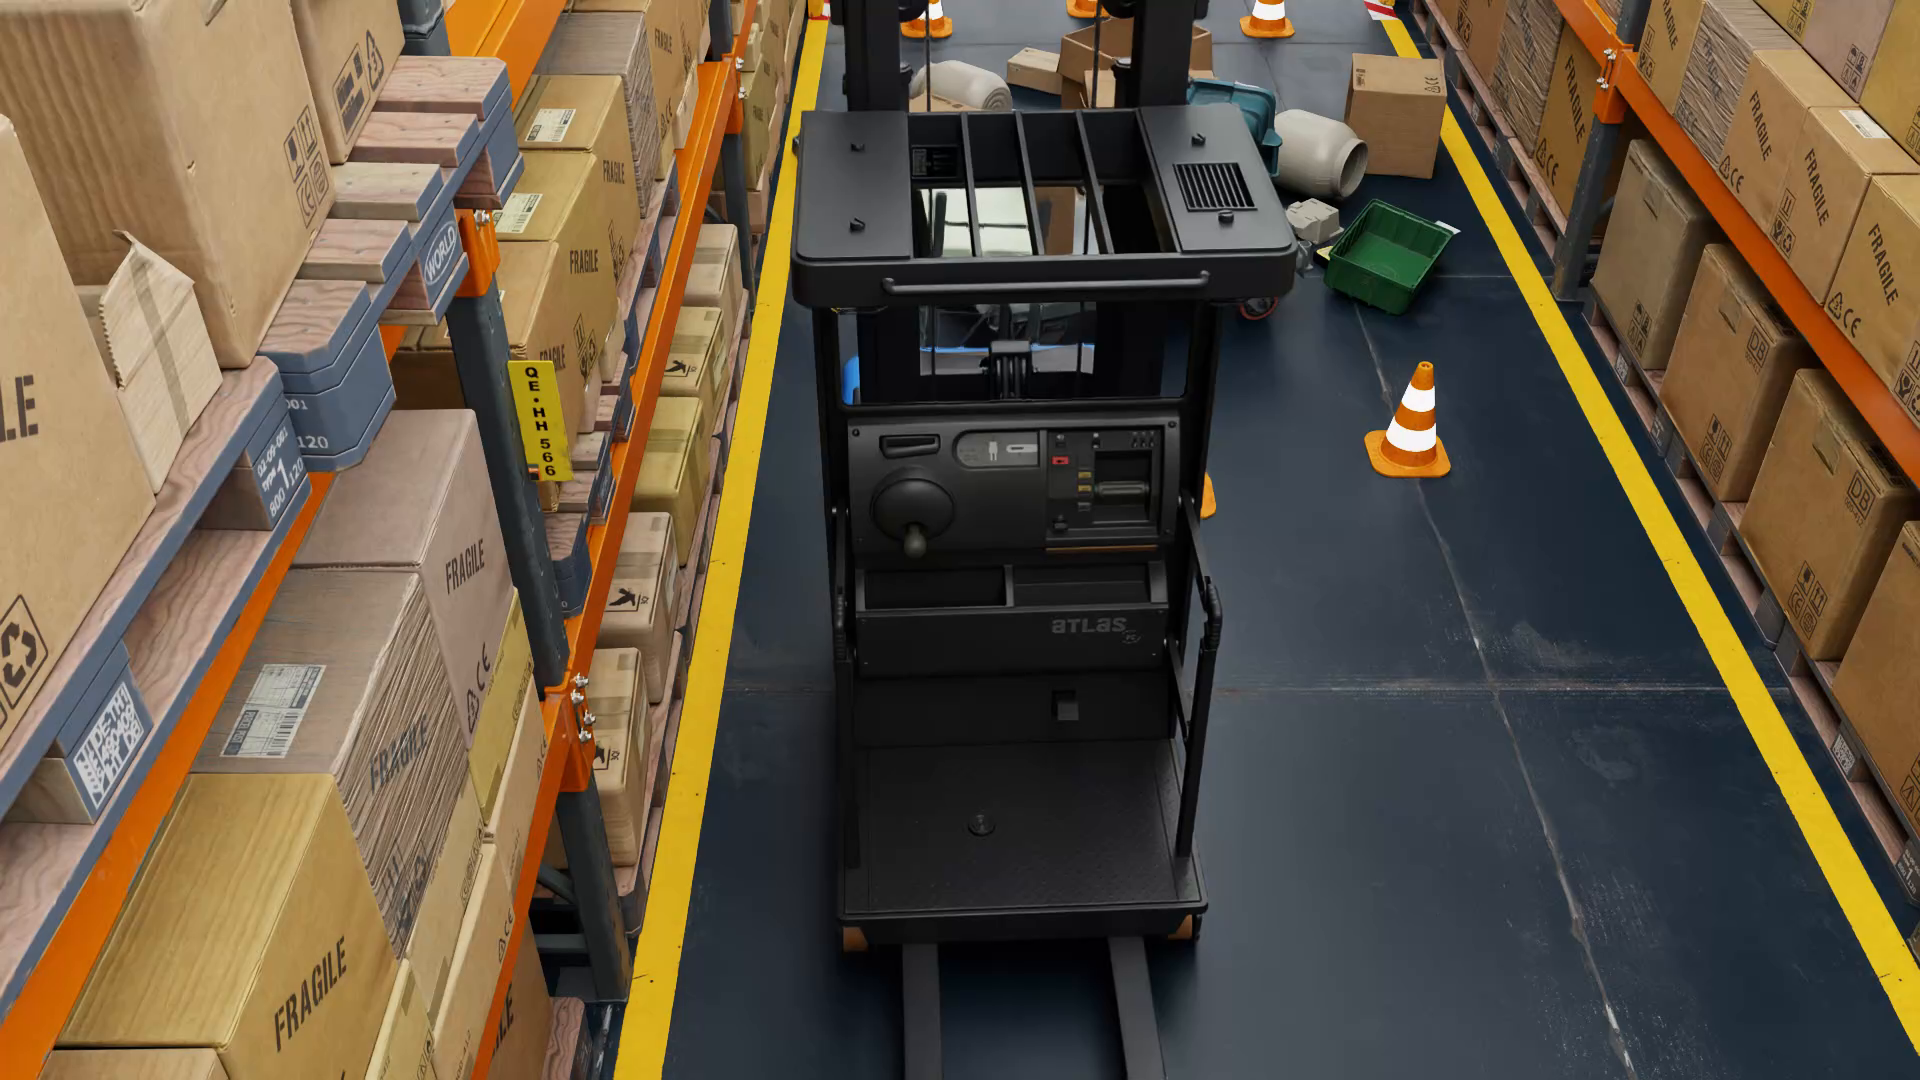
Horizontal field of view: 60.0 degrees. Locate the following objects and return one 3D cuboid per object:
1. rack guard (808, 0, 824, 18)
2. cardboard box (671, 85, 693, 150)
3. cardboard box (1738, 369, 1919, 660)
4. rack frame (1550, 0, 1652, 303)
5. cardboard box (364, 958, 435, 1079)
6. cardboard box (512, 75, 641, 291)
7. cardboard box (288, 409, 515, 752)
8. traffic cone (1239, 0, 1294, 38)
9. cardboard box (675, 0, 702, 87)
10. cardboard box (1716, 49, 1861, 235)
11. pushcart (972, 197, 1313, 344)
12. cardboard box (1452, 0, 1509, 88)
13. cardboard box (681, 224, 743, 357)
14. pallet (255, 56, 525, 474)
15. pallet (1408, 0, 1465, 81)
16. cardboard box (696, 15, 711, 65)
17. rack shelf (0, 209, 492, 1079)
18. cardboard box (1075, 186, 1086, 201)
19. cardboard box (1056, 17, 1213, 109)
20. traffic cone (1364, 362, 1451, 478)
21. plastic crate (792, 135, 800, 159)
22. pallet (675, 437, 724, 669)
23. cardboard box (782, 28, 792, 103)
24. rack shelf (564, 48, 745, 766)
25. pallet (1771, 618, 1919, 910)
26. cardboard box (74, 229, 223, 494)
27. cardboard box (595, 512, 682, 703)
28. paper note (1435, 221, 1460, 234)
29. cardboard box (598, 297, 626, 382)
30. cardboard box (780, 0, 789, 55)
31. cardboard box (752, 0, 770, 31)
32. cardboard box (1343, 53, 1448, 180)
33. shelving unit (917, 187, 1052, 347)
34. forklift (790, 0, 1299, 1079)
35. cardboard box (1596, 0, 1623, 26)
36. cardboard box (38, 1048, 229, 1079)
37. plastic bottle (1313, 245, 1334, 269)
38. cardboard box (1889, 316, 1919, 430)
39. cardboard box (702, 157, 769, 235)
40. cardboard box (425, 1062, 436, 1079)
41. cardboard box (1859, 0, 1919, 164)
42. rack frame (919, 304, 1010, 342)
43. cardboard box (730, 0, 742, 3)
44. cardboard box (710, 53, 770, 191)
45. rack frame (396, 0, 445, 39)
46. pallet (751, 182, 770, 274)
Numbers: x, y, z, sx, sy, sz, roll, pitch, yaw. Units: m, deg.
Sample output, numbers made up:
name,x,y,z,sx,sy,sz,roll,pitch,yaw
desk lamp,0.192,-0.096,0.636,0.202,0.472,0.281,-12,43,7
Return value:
name,x,y,z,sx,sy,sz,roll,pitch,yaw
rack guard,-1.510,-3.791,11.081,1.175,0.500,0.348,0,39,0
cardboard box,-1.206,-1.571,6.177,0.380,0.149,0.250,0,39,0
cardboard box,3.534,-0.091,5.929,1.050,0.750,0.750,1,39,1
rack frame,3.445,-2.379,7.320,1.000,3.000,0.127,0,39,0
cardboard box,-1.220,0.996,2.829,0.500,0.250,0.500,-1,39,-1
cardboard box,-1.284,-1.070,5.032,0.500,0.500,0.500,1,39,1
cardboard box,-1.238,0.083,3.368,0.500,0.500,0.500,-1,39,-1
traffic cone,2.021,-3.558,10.819,0.336,0.463,0.334,0,39,0
cardboard box,-1.273,-2.033,6.234,0.500,0.500,0.500,0,39,0
cardboard box,3.176,-1.461,6.094,0.500,0.500,0.500,0,39,0
pushcart,0.775,-1.322,8.098,1.648,0.377,0.936,-13,40,-16
cardboard box,3.510,-3.241,9.759,0.875,0.875,0.875,-1,39,-1
cardboard box,-1.502,-1.123,7.518,0.950,0.372,0.625,0,39,1
pallet,-1.447,-0.505,2.734,1.213,0.211,1.003,2,39,2
pallet,3.519,-3.293,10.690,1.003,0.211,1.213,0,39,0
cardboard box,-1.228,-2.057,6.783,0.380,0.149,0.250,0,39,1
rack shelf,-1.498,0.550,1.842,1.077,0.370,4.000,0,39,0
cardboard box,0.640,-1.757,8.730,0.258,0.266,0.396,-28,46,-30
cardboard box,1.024,-2.743,9.771,0.797,0.503,0.637,-28,46,-30
traffic cone,1.936,-0.550,7.066,0.336,0.463,0.334,0,39,0
plastic crate,-0.687,-2.156,9.376,0.402,0.080,0.583,-13,40,-16
pallet,-1.498,0.027,6.547,1.003,0.211,1.213,0,39,0
cardboard box,-1.241,-2.748,9.644,0.500,0.250,0.500,-1,39,-2
rack shelf,-1.503,-0.781,5.901,1.077,0.370,4.000,0,39,0
pallet,3.524,0.717,5.686,1.003,0.211,1.213,0,39,0
cardboard box,-1.149,-0.232,2.014,0.396,0.266,0.258,-1,39,-1
cardboard box,-1.500,0.236,5.823,0.950,0.372,0.625,-1,39,-1
paper note,2.539,-1.641,8.772,0.147,0.020,0.142,-28,46,-30
cardboard box,-1.215,-0.600,4.966,0.380,0.149,0.250,0,39,0
cardboard box,-1.250,-3.055,9.426,0.500,0.500,0.500,-1,39,-1
cardboard box,-1.178,-2.718,8.487,0.380,0.149,0.250,1,39,2
cardboard box,2.417,-2.375,9.312,0.500,0.500,0.500,6,39,8
shelving unit,0.031,-0.729,6.429,0.431,1.500,0.755,1,30,-6
forklift,0.164,-0.080,4.506,1.130,2.935,3.031,-2,39,-2
cardboard box,3.433,-2.669,7.561,0.875,0.550,0.550,0,39,0
cardboard box,-1.242,1.031,2.186,0.500,0.500,0.500,-1,39,-1
plastic bottle,1.935,-1.404,8.453,0.133,0.061,0.283,-20,43,-23
cardboard box,3.181,-0.510,4.908,0.500,0.500,0.500,0,39,0
cardboard box,-1.236,-1.773,8.426,0.500,0.250,0.500,-2,39,-2
cardboard box,-1.239,1.198,2.977,0.500,0.250,0.500,0,39,-1
cardboard box,3.453,-1.545,5.399,0.700,0.500,0.500,0,39,0
rack frame,0.000,-0.916,6.742,0.400,1.500,0.023,1,30,-6
cardboard box,-1.227,-2.743,7.456,0.500,0.500,0.500,0,39,0
cardboard box,-1.236,-2.065,8.192,0.500,0.500,0.500,2,39,2
rack frame,-1.500,-2.152,2.240,1.000,3.000,0.127,0,39,0
pallet,-1.541,-1.644,8.633,1.003,0.211,1.213,0,39,0
